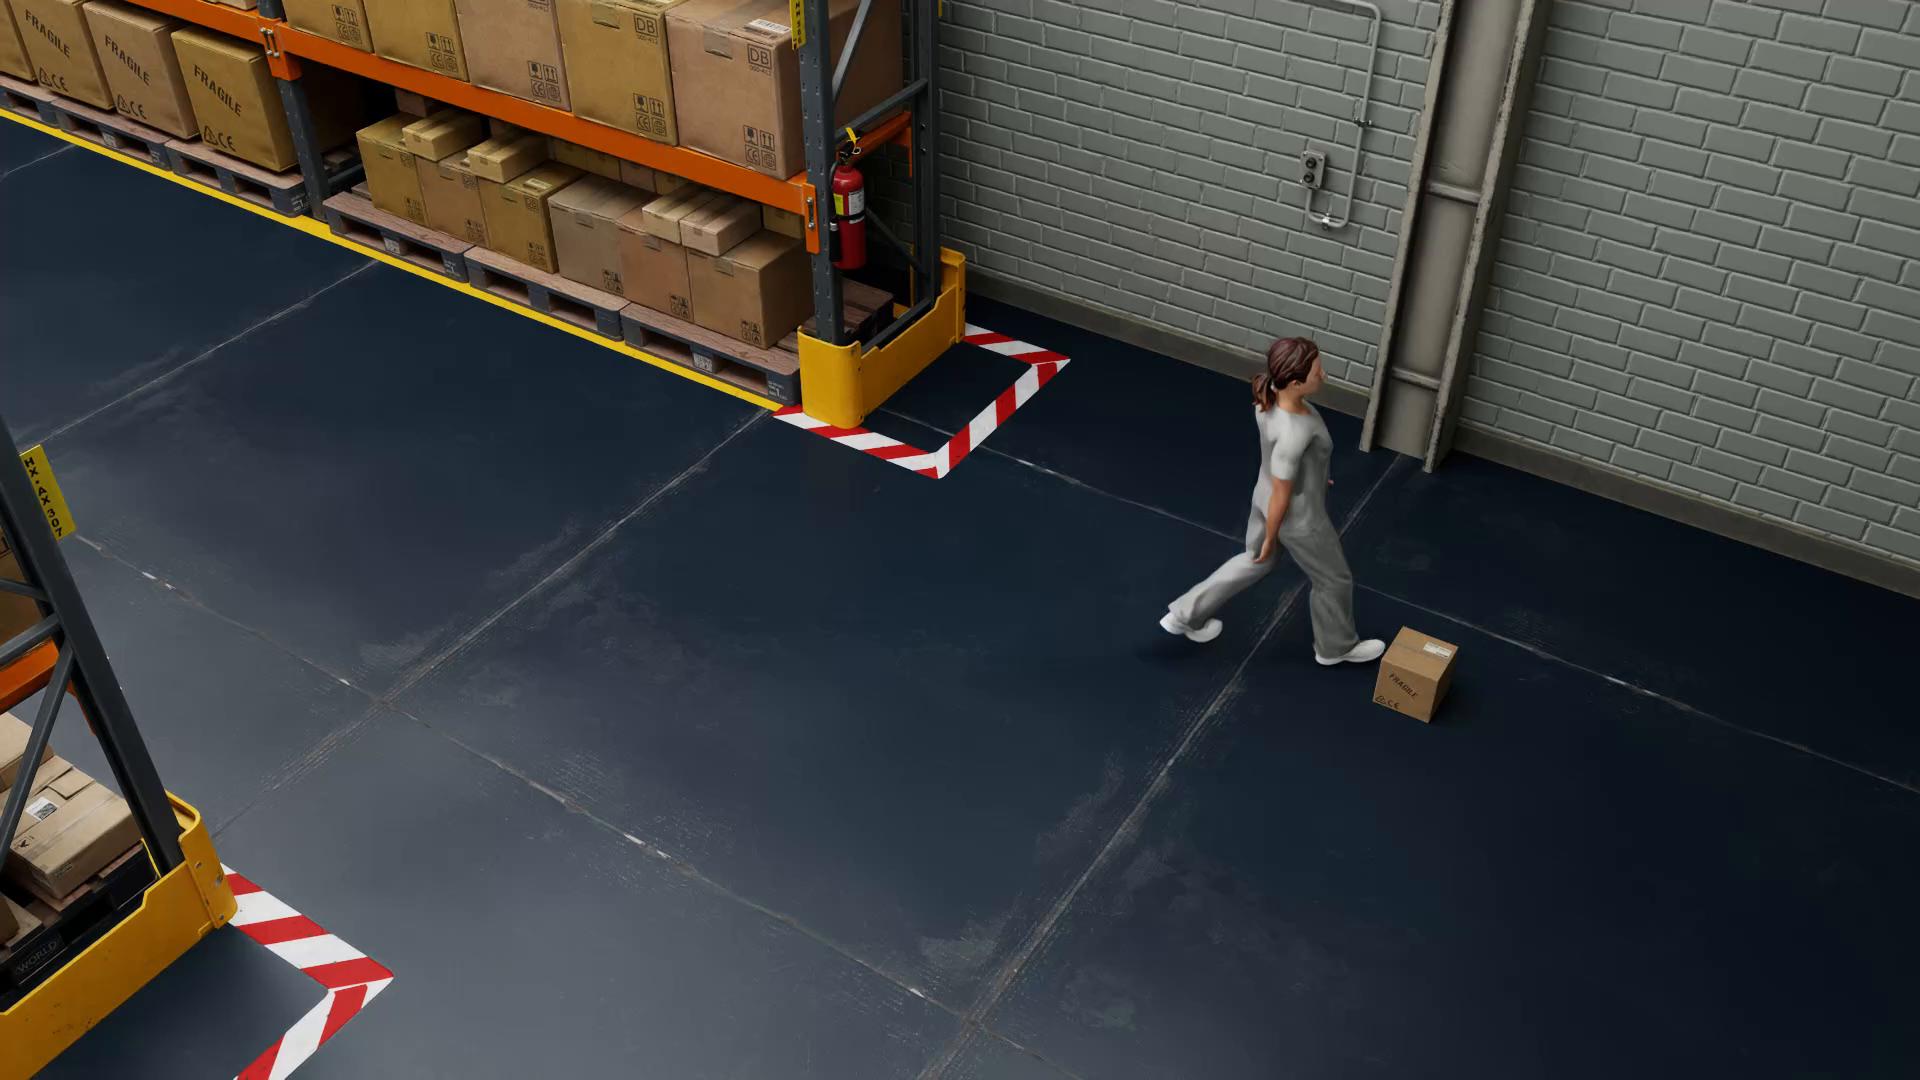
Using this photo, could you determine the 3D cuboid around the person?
[{"bbox_3d":[1.364,-0.139,6.874,0.980,1.624,0.447,-7,39,-9],"label":"person"}]
